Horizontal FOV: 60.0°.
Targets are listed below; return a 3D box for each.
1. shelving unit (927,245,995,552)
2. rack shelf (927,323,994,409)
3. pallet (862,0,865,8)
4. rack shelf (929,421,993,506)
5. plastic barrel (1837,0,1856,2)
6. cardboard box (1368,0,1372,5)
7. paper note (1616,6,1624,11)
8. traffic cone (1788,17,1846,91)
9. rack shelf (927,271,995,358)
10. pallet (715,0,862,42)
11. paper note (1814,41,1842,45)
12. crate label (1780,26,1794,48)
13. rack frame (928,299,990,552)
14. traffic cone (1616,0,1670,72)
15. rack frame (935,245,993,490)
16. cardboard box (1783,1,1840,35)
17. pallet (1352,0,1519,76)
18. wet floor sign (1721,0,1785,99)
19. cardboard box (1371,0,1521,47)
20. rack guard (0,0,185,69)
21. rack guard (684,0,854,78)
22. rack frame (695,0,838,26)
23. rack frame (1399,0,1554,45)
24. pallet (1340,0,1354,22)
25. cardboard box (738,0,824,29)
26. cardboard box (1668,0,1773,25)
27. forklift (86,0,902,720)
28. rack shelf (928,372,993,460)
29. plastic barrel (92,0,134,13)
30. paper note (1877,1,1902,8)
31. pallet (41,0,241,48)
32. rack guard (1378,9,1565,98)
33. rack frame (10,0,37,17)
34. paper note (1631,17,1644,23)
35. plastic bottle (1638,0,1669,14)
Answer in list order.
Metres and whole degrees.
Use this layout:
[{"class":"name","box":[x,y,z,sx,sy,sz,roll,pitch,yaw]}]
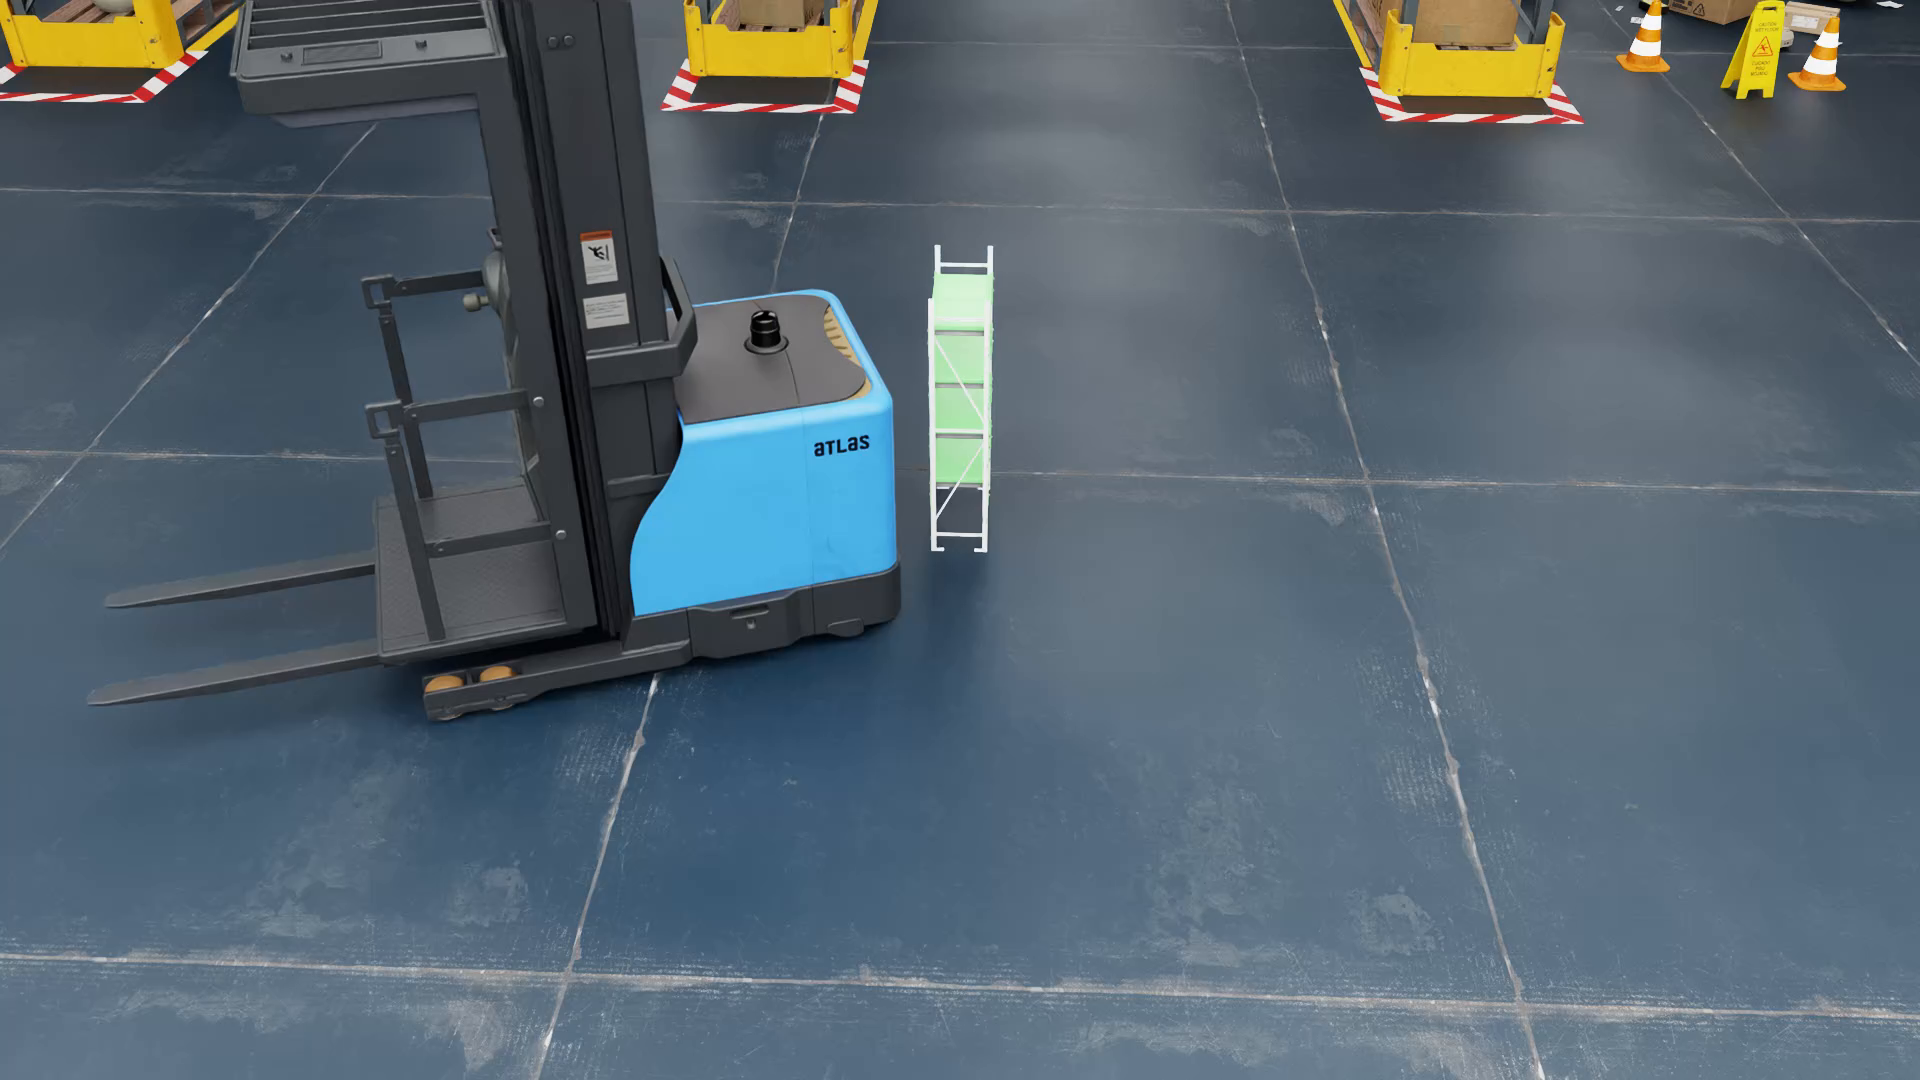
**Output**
[{"class":"shelving unit","box":[0.007,-0.586,7.040,0.258,1.200,0.503,1,35,2]},{"class":"rack shelf","box":[0.007,-0.730,6.939,0.258,0.148,0.480,1,35,2]},{"class":"pallet","box":[-1.251,-4.693,13.745,1.003,0.211,1.213,1,35,2]},{"class":"rack shelf","box":[0.007,-0.337,7.215,0.258,0.148,0.480,1,35,2]},{"class":"plastic barrel","box":[7.098,-4.564,13.376,0.512,0.421,0.421,28,44,33]},{"class":"cardboard box","box":[3.573,-4.652,12.744,0.875,0.875,0.875,1,35,1]},{"class":"paper note","box":[5.271,-4.250,13.289,0.032,0.001,0.123,20,40,26]},{"class":"traffic cone","box":[6.134,-3.466,11.779,0.336,0.463,0.334,1,35,2]},{"class":"rack shelf","box":[0.007,-0.926,6.801,0.258,0.148,0.480,1,35,2]},{"class":"pallet","box":[-1.303,-3.994,12.750,1.003,0.211,1.213,1,35,2]},{"class":"paper note","box":[6.577,-3.771,12.589,0.148,0.019,0.142,-10,36,-14]},{"class":"crate label","box":[6.103,-3.786,12.518,0.250,0.136,0.298,-17,38,-22]},{"class":"rack frame","box":[-0.003,-0.446,6.841,0.240,1.200,0.015,1,35,2]},{"class":"traffic cone","box":[5.018,-3.687,12.094,0.336,0.463,0.334,1,35,2]},{"class":"rack frame","box":[0.016,-0.726,7.240,0.240,1.200,0.015,1,35,2]},{"class":"cardboard box","box":[6.562,-4.030,12.854,0.380,0.149,0.250,20,40,26]},{"class":"pallet","box":[3.532,-3.773,12.436,1.003,0.211,1.213,1,35,2]},{"class":"wet floor sign","box":[5.555,-3.427,11.566,0.267,0.644,0.232,-4,35,-6]},{"class":"cardboard box","box":[3.539,-4.147,12.024,0.875,0.875,0.875,2,35,2]},{"class":"rack guard","box":[-6.367,-3.762,12.168,1.175,0.500,0.348,1,35,2]},{"class":"rack guard","box":[-1.371,-3.647,12.004,1.175,0.500,0.348,1,35,2]},{"class":"rack frame","box":[-1.374,-4.626,11.223,1.000,3.000,0.127,1,35,2]},{"class":"rack frame","box":[3.578,-4.453,10.977,1.000,3.000,0.127,1,35,2]},{"class":"pallet","box":[3.584,-4.472,13.430,1.003,0.211,1.213,1,35,2]},{"class":"cardboard box","box":[-1.332,-4.133,12.331,0.500,0.500,0.500,8,36,11]},{"class":"cardboard box","box":[6.069,-4.443,13.134,0.797,0.503,0.637,-24,42,-30]},{"class":"forklift","box":[-1.812,-0.861,5.926,3.031,2.935,1.130,-10,36,-14]},{"class":"rack shelf","box":[0.007,-0.534,7.077,0.258,0.148,0.480,1,35,2]},{"class":"plastic barrel","box":[-6.373,-4.274,12.521,0.421,0.512,0.421,0,35,0]},{"class":"paper note","box":[7.471,-4.306,13.350,0.142,0.019,0.148,-10,36,-14]},{"class":"pallet","box":[-6.329,-4.111,12.915,1.003,0.211,1.213,1,35,2]},{"class":"rack guard","box":[3.577,-3.417,11.677,1.175,0.500,0.348,1,35,2]},{"class":"rack frame","box":[-6.323,-4.740,11.386,1.000,3.000,0.127,1,35,2]},{"class":"paper note","box":[5.336,-4.075,13.024,0.144,0.017,0.142,13,37,18]},{"class":"plastic bottle","box":[5.512,-4.262,13.261,0.133,0.061,0.283,-10,36,-14]}]
